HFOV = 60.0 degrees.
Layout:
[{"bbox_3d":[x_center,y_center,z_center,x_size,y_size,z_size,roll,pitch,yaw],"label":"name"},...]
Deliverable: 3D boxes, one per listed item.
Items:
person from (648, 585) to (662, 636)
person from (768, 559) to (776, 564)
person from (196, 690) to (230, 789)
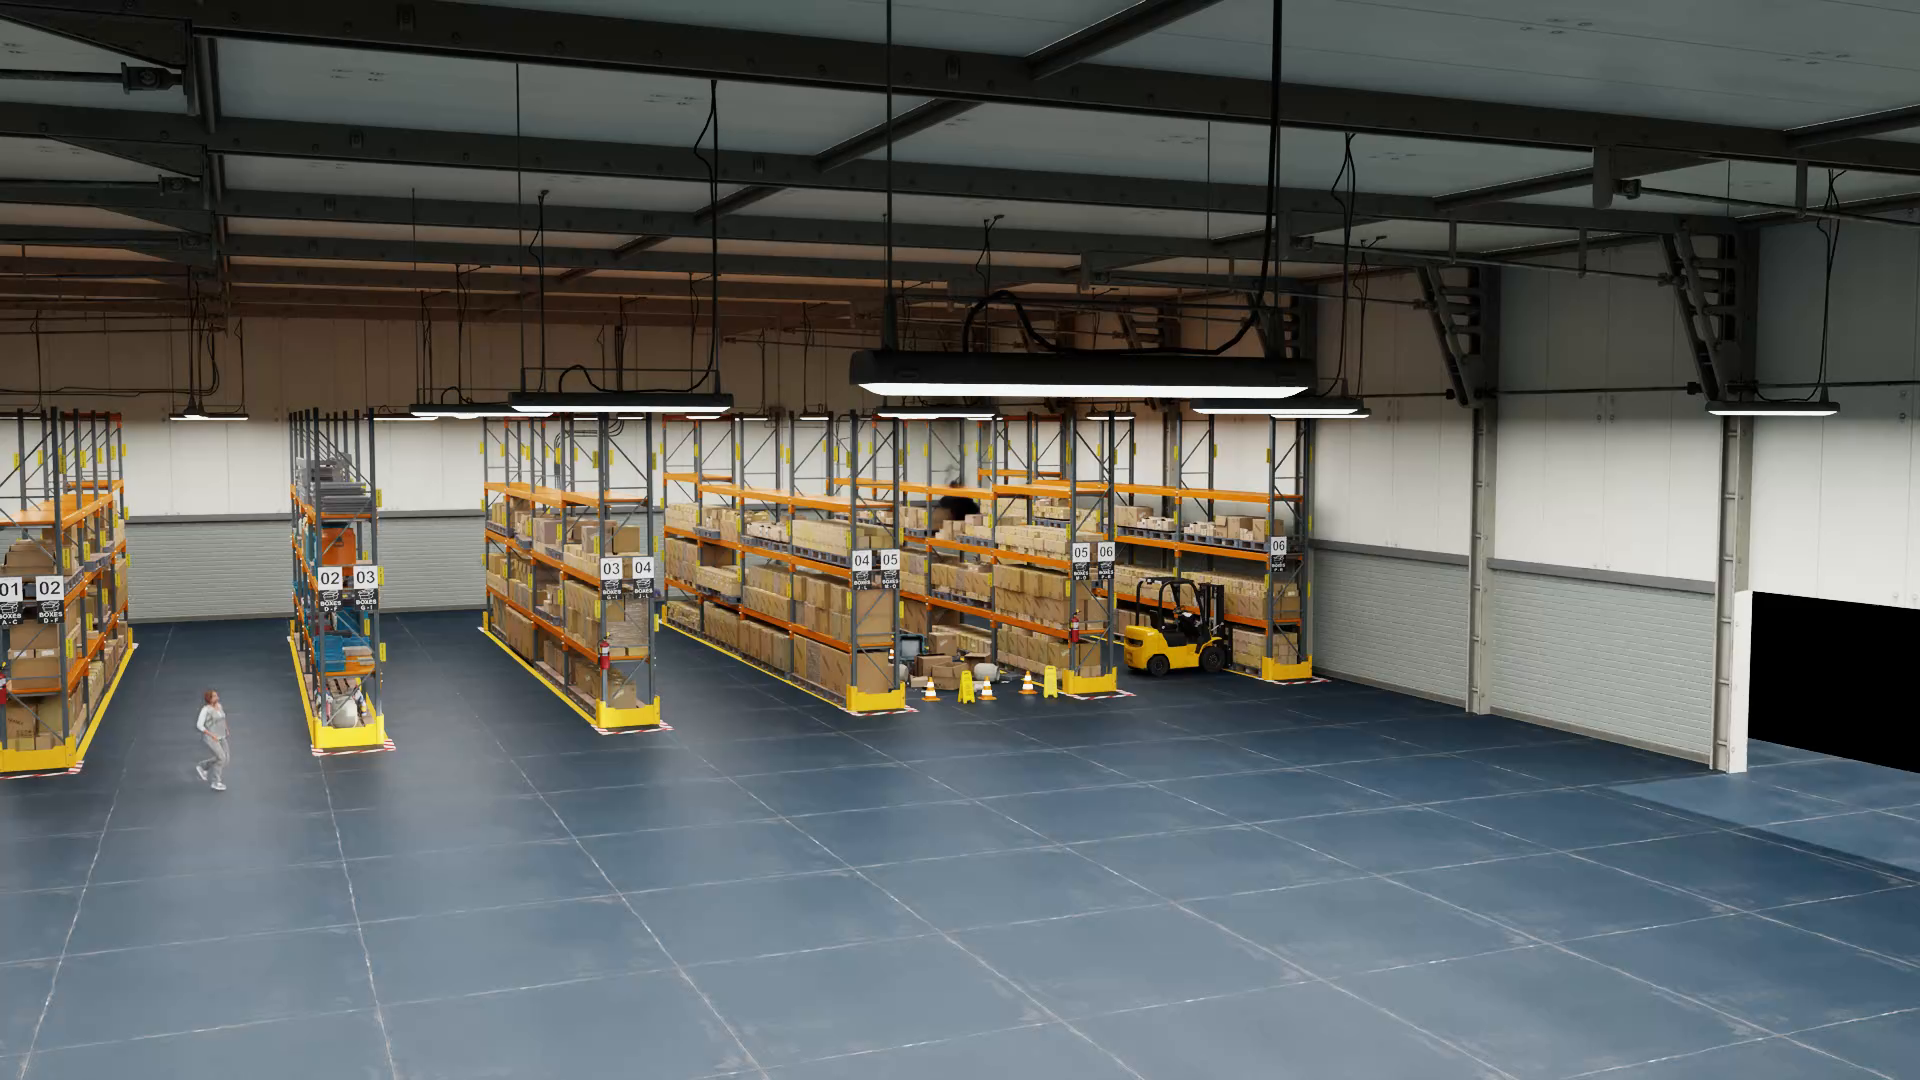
[{"bbox_3d":[-8.213,1.803,44.217,0.563,1.686,0.868,-1,4,-17],"label":"person"},{"bbox_3d":[-5.637,1.365,50.578,0.738,1.670,0.572,-2,4,-22],"label":"person"},{"bbox_3d":[-11.758,3.125,26.088,0.515,1.570,0.536,1,4,11],"label":"person"}]
